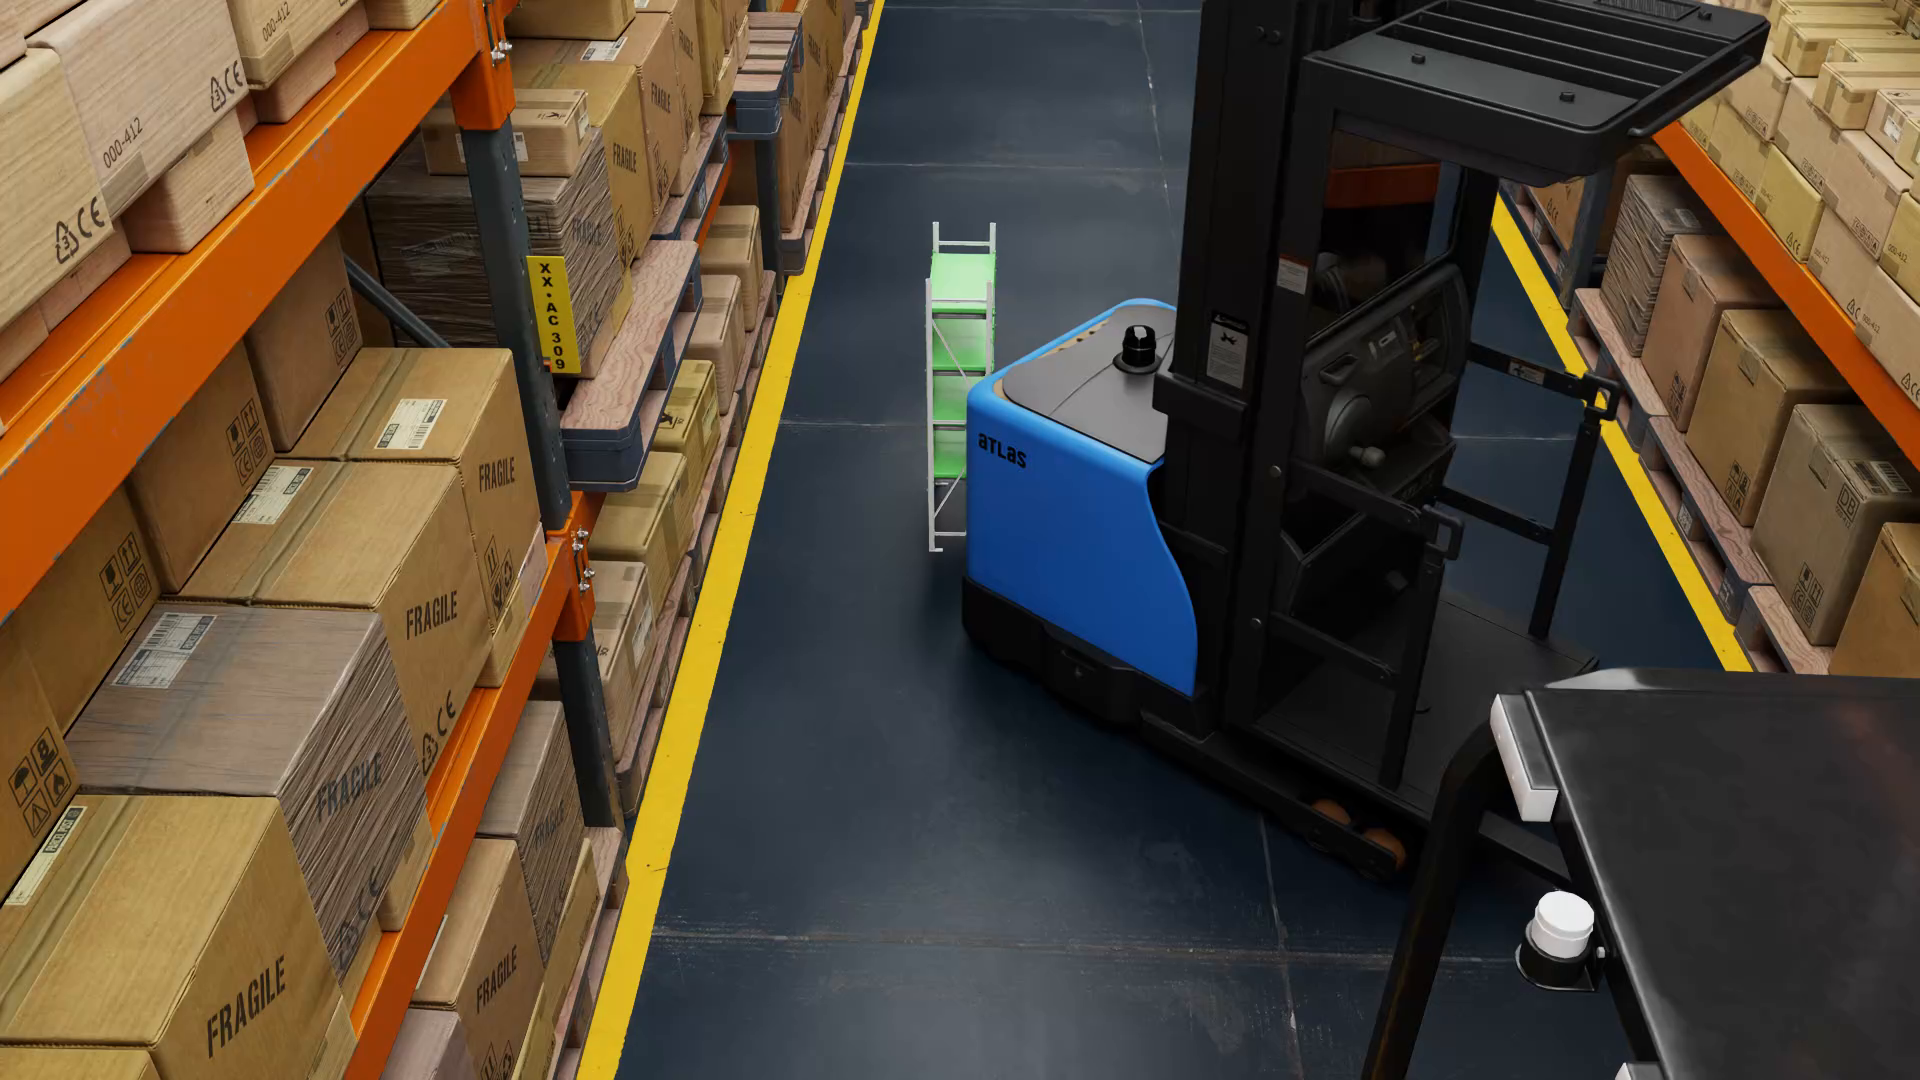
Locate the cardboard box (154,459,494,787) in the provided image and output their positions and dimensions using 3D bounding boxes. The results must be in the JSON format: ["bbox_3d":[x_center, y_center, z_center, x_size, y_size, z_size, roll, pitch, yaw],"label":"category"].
[{"bbox_3d":[-1.352,0.175,3.546,0.500,0.500,0.500,2,35,3],"label":"cardboard box"}]

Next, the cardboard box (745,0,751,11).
[{"bbox_3d":[-1.149,-2.584,7.107,0.500,0.500,0.500,0,35,1],"label":"cardboard box"}]

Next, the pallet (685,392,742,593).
[{"bbox_3d":[-1.493,-0.228,6.891,1.003,0.211,1.213,1,35,2],"label":"pallet"}]

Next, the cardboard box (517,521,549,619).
[{"bbox_3d":[-1.277,0.075,4.253,0.380,0.149,0.250,1,35,1],"label":"cardboard box"}]

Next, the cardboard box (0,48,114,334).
[{"bbox_3d":[-1.377,-0.372,1.933,0.500,0.250,0.500,2,35,3],"label":"cardboard box"}]

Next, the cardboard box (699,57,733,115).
[{"bbox_3d":[-1.105,-1.788,6.539,0.380,0.149,0.250,2,35,3],"label":"cardboard box"}]

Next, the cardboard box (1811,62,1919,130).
[{"bbox_3d":[3.138,-1.503,5.629,0.380,0.149,0.250,0,35,1],"label":"cardboard box"}]

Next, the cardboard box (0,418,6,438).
[{"bbox_3d":[-1.374,-0.123,1.927,0.380,0.149,0.250,0,35,1],"label":"cardboard box"}]

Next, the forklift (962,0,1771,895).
[{"bbox_3d":[1.438,-0.471,4.871,3.031,2.935,1.130,27,43,33],"label":"forklift"}]

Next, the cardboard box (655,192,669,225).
[{"bbox_3d":[-1.213,-1.195,5.695,0.380,0.149,0.250,2,35,2],"label":"cardboard box"}]

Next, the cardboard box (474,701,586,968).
[{"bbox_3d":[-1.324,0.773,4.415,0.500,0.500,0.500,1,35,1],"label":"cardboard box"}]

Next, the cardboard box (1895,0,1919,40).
[{"bbox_3d":[3.742,-1.928,6.234,0.380,0.149,0.250,1,35,2],"label":"cardboard box"}]

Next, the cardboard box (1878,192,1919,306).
[{"bbox_3d":[3.169,-0.834,5.023,0.500,0.250,0.500,0,35,1],"label":"cardboard box"}]

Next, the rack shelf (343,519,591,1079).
[{"bbox_3d":[-1.649,1.224,3.025,1.077,0.370,4.000,1,35,2],"label":"rack shelf"}]

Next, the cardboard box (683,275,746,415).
[{"bbox_3d":[-1.462,-0.865,7.293,0.950,0.372,0.625,1,35,1],"label":"cardboard box"}]

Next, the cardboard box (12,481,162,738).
[{"bbox_3d":[-1.893,0.038,2.872,0.700,0.500,0.500,1,35,1],"label":"cardboard box"}]

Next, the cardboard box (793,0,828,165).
[{"bbox_3d":[-1.257,-2.727,9.504,0.875,0.875,0.875,2,35,2],"label":"cardboard box"}]

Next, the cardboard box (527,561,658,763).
[{"bbox_3d":[-1.550,0.383,5.517,0.950,0.372,0.625,2,35,2],"label":"cardboard box"}]

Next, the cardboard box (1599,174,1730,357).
[{"bbox_3d":[3.513,-1.247,7.616,0.875,0.625,0.625,2,35,3],"label":"cardboard box"}]

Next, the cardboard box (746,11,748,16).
[{"bbox_3d":[-1.125,-2.237,7.177,0.380,0.149,0.250,2,35,3],"label":"cardboard box"}]

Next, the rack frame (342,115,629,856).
[{"bbox_3d":[-1.569,-0.219,4.453,1.000,3.000,0.127,1,35,2],"label":"rack frame"}]

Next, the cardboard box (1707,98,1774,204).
[{"bbox_3d":[3.251,-1.509,6.419,0.500,0.250,0.500,0,35,0],"label":"cardboard box"}]

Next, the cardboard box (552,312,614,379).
[{"bbox_3d":[-1.231,-0.598,4.846,0.380,0.149,0.250,2,35,3],"label":"cardboard box"}]

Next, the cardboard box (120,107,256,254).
[{"bbox_3d":[-1.332,-0.564,2.554,0.380,0.149,0.250,2,35,3],"label":"cardboard box"}]

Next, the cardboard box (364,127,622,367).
[{"bbox_3d":[-1.263,-0.816,4.592,0.500,0.500,0.500,2,35,3],"label":"cardboard box"}]

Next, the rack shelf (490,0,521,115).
[{"bbox_3d":[-1.488,-2.301,5.432,1.077,0.370,4.000,1,35,2],"label":"rack shelf"}]

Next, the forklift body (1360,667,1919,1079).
[{"bbox_3d":[1.484,1.407,2.877,2.313,2.155,1.214,1,35,2],"label":"forklift body"}]

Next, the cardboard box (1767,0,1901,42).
[{"bbox_3d":[3.272,-1.938,6.247,0.380,0.149,0.250,2,35,2],"label":"cardboard box"}]

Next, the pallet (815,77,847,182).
[{"bbox_3d":[-1.249,-2.527,10.162,1.003,0.211,1.213,1,35,2],"label":"pallet"}]

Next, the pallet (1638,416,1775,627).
[{"bbox_3d":[3.428,-0.093,6.698,1.003,0.211,1.213,1,35,2],"label":"pallet"}]

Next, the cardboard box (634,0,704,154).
[{"bbox_3d":[-1.200,-1.683,5.825,0.500,0.500,0.500,0,35,0],"label":"cardboard box"}]

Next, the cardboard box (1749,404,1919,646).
[{"bbox_3d":[3.440,-0.053,5.916,0.875,0.625,0.625,1,35,1],"label":"cardboard box"}]

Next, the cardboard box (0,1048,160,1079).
[{"bbox_3d":[-1.396,1.060,2.287,0.500,0.500,0.500,1,35,1],"label":"cardboard box"}]

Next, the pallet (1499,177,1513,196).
[{"bbox_3d":[3.671,-2.391,9.969,1.003,0.211,1.213,1,35,2],"label":"pallet"}]

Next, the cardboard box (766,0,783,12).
[{"bbox_3d":[-1.137,-2.731,8.158,0.500,0.250,0.500,1,35,1],"label":"cardboard box"}]

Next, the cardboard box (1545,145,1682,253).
[{"bbox_3d":[3.354,-1.802,8.514,0.500,0.500,0.500,2,35,3],"label":"cardboard box"}]

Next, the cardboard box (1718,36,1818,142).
[{"bbox_3d":[3.229,-1.711,6.271,0.500,0.250,0.500,0,35,1],"label":"cardboard box"}]

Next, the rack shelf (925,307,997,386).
[{"bbox_3d":[0.007,-0.730,6.439,0.258,0.148,0.480,1,35,2],"label":"rack shelf"}]

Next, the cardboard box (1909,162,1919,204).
[{"bbox_3d":[3.116,-1.057,4.994,0.380,0.149,0.250,0,35,0],"label":"cardboard box"}]

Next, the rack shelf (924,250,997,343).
[{"bbox_3d":[0.007,-0.926,6.301,0.258,0.148,0.480,1,35,2],"label":"rack shelf"}]

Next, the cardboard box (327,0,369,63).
[{"bbox_3d":[-1.375,-1.012,3.191,0.380,0.149,0.250,2,35,2],"label":"cardboard box"}]

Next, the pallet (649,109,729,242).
[{"bbox_3d":[-1.447,-1.301,6.159,1.003,0.211,1.213,1,35,2],"label":"pallet"}]

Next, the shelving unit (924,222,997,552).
[{"bbox_3d":[0.007,-0.586,6.540,0.258,1.200,0.503,1,35,2],"label":"shelving unit"}]

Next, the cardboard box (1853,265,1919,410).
[{"bbox_3d":[3.165,-0.630,5.168,0.500,0.250,0.500,1,35,2],"label":"cardboard box"}]

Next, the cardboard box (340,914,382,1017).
[{"bbox_3d":[-1.355,0.805,3.214,0.380,0.149,0.250,1,35,1],"label":"cardboard box"}]
